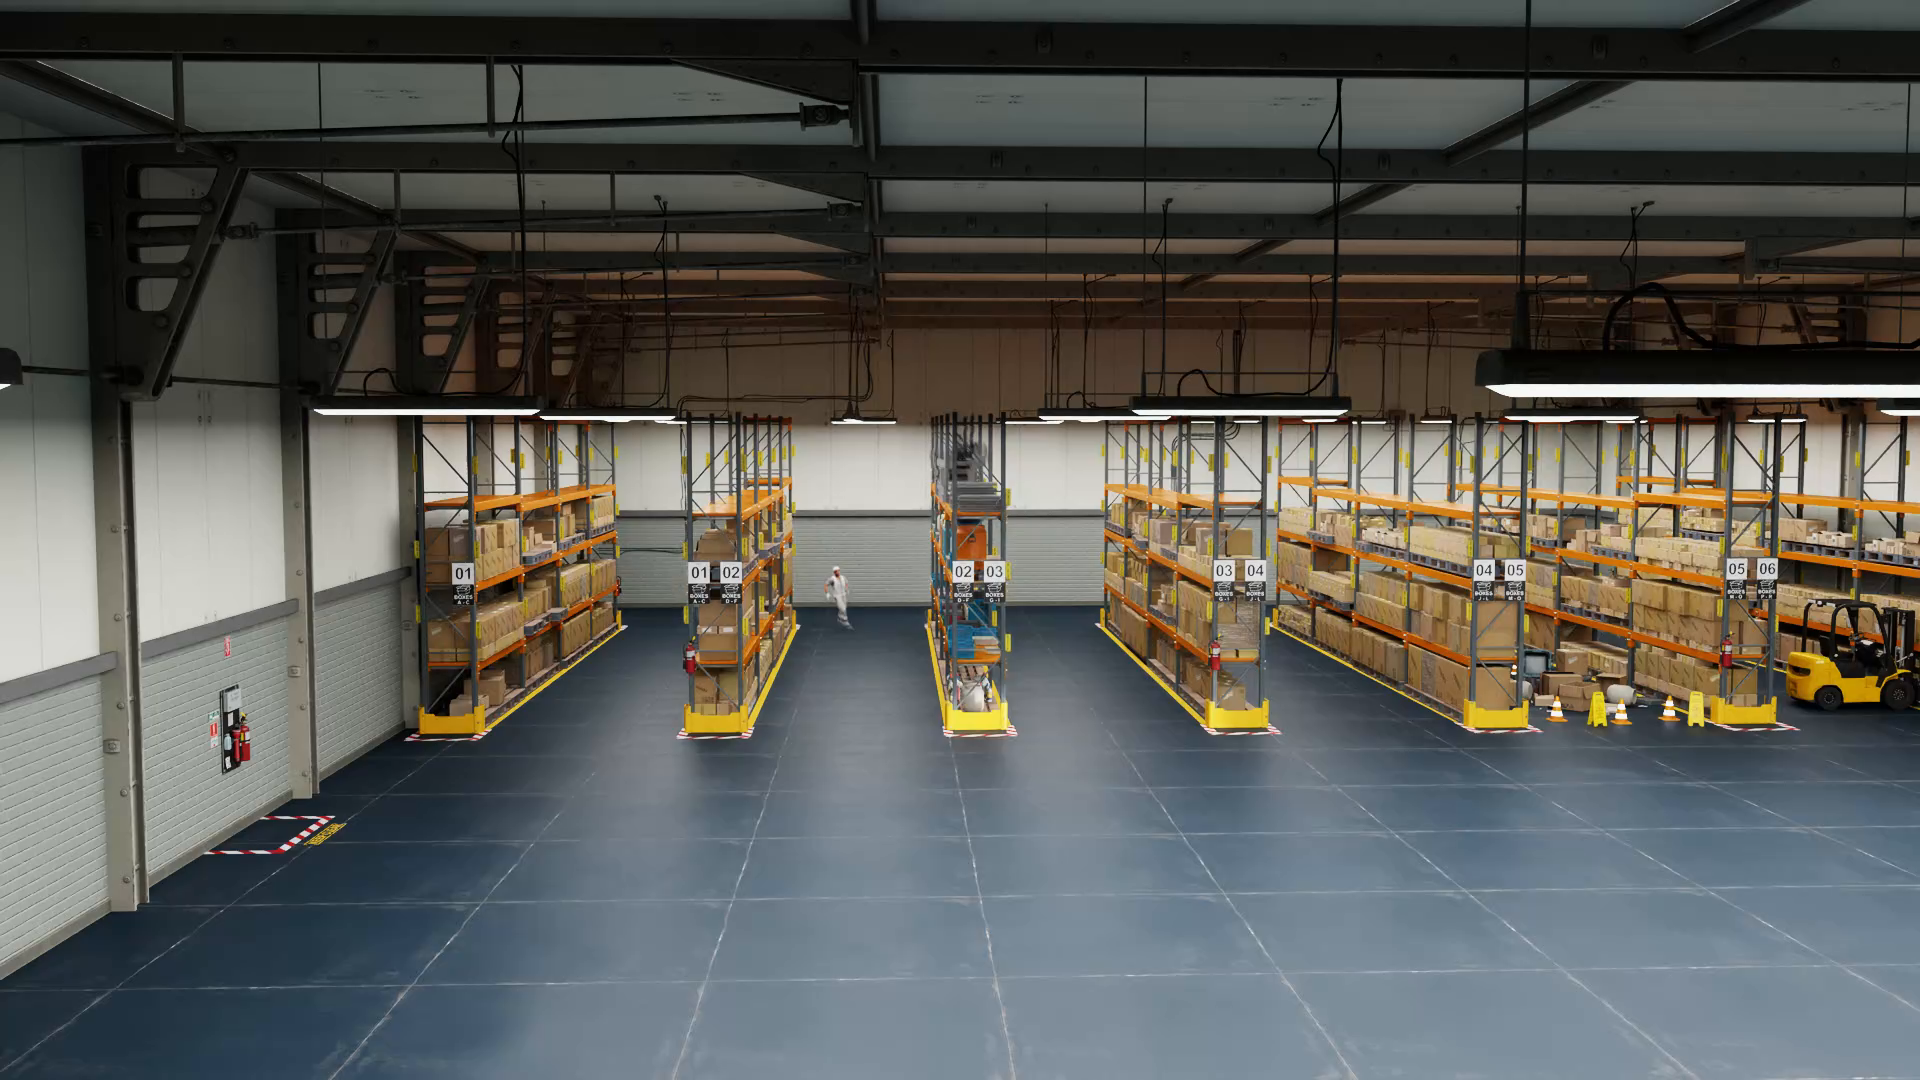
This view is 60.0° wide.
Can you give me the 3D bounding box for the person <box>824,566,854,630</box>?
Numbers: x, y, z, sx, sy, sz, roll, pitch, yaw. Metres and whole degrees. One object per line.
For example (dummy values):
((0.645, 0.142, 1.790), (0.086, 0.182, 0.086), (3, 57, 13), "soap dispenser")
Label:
((-3.390, 1.620, 46.921), (0.727, 1.767, 0.915), (-3, 5, -39), "person")
